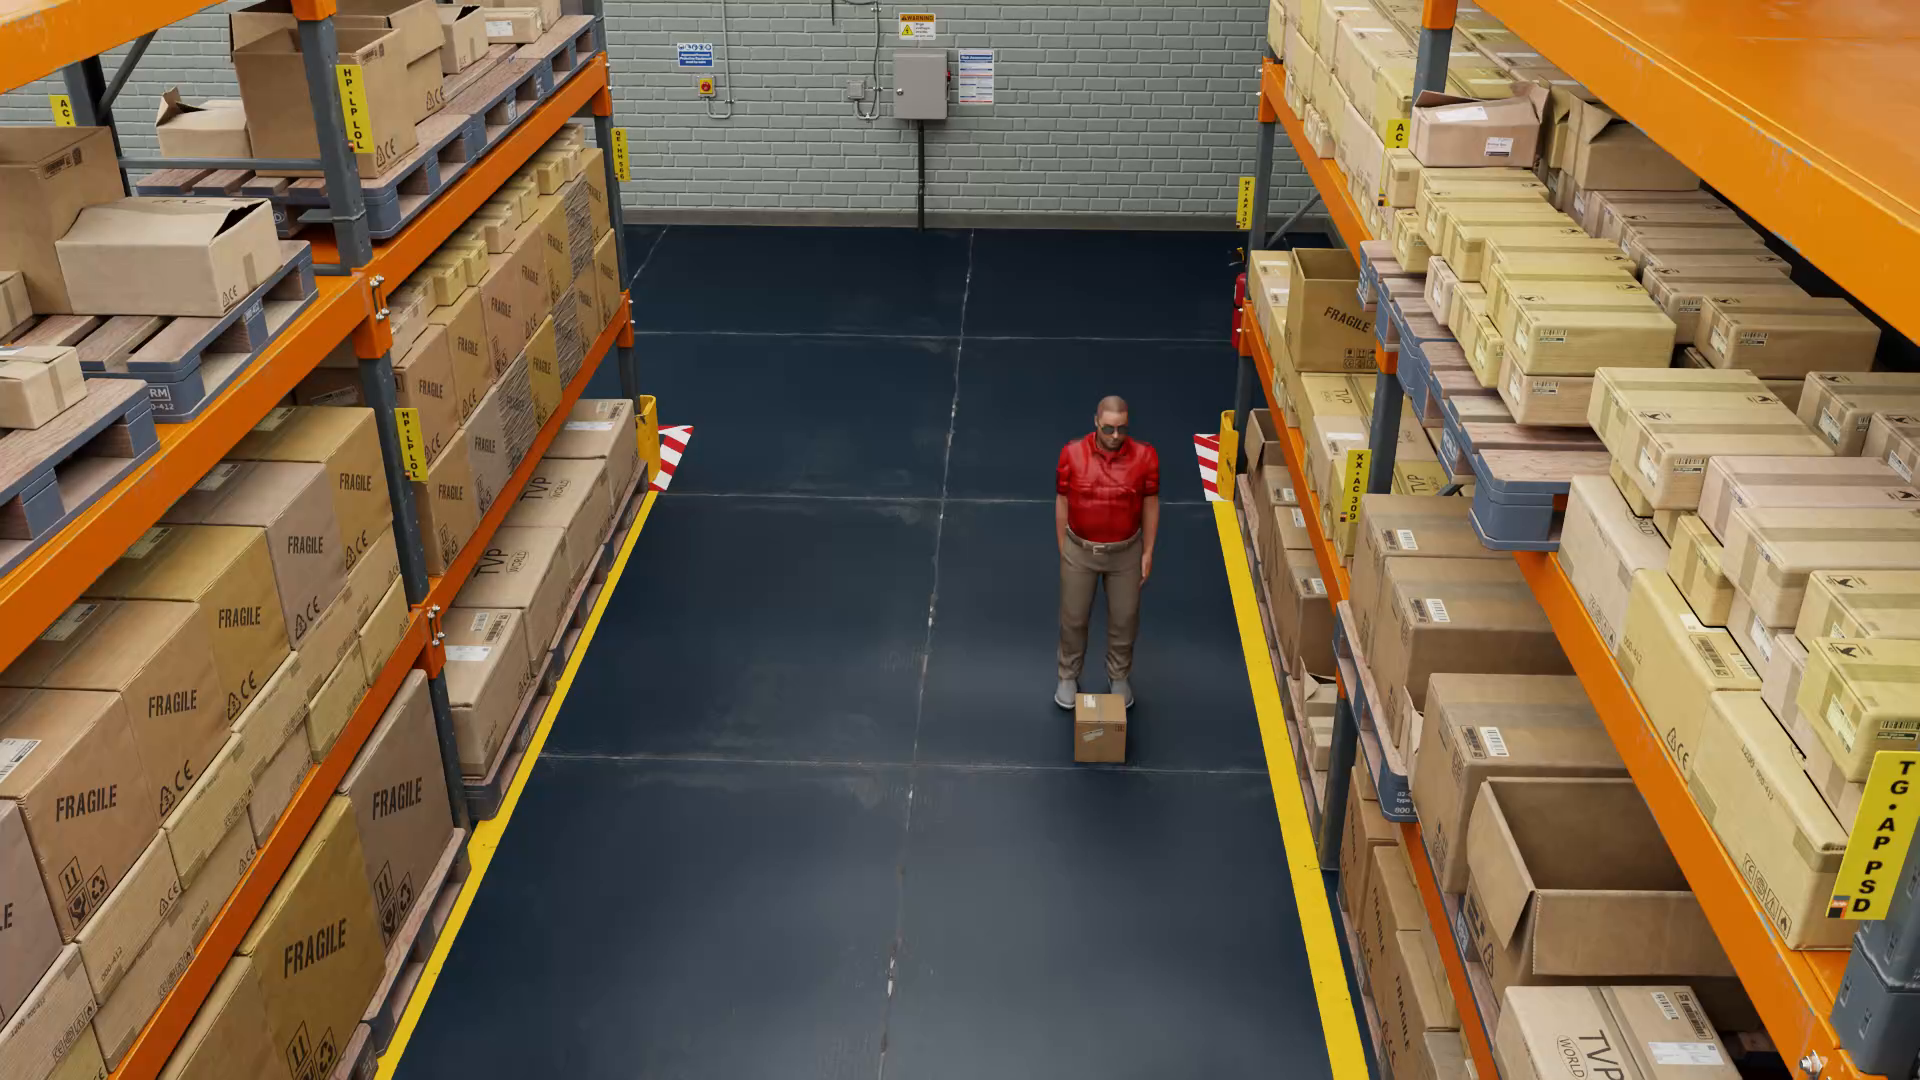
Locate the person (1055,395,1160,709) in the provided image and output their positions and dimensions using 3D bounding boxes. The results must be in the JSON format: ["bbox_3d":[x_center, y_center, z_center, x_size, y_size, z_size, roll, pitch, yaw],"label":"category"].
[{"bbox_3d":[0.745,0.075,8.509,0.528,1.722,0.360,2,28,3],"label":"person"}]
